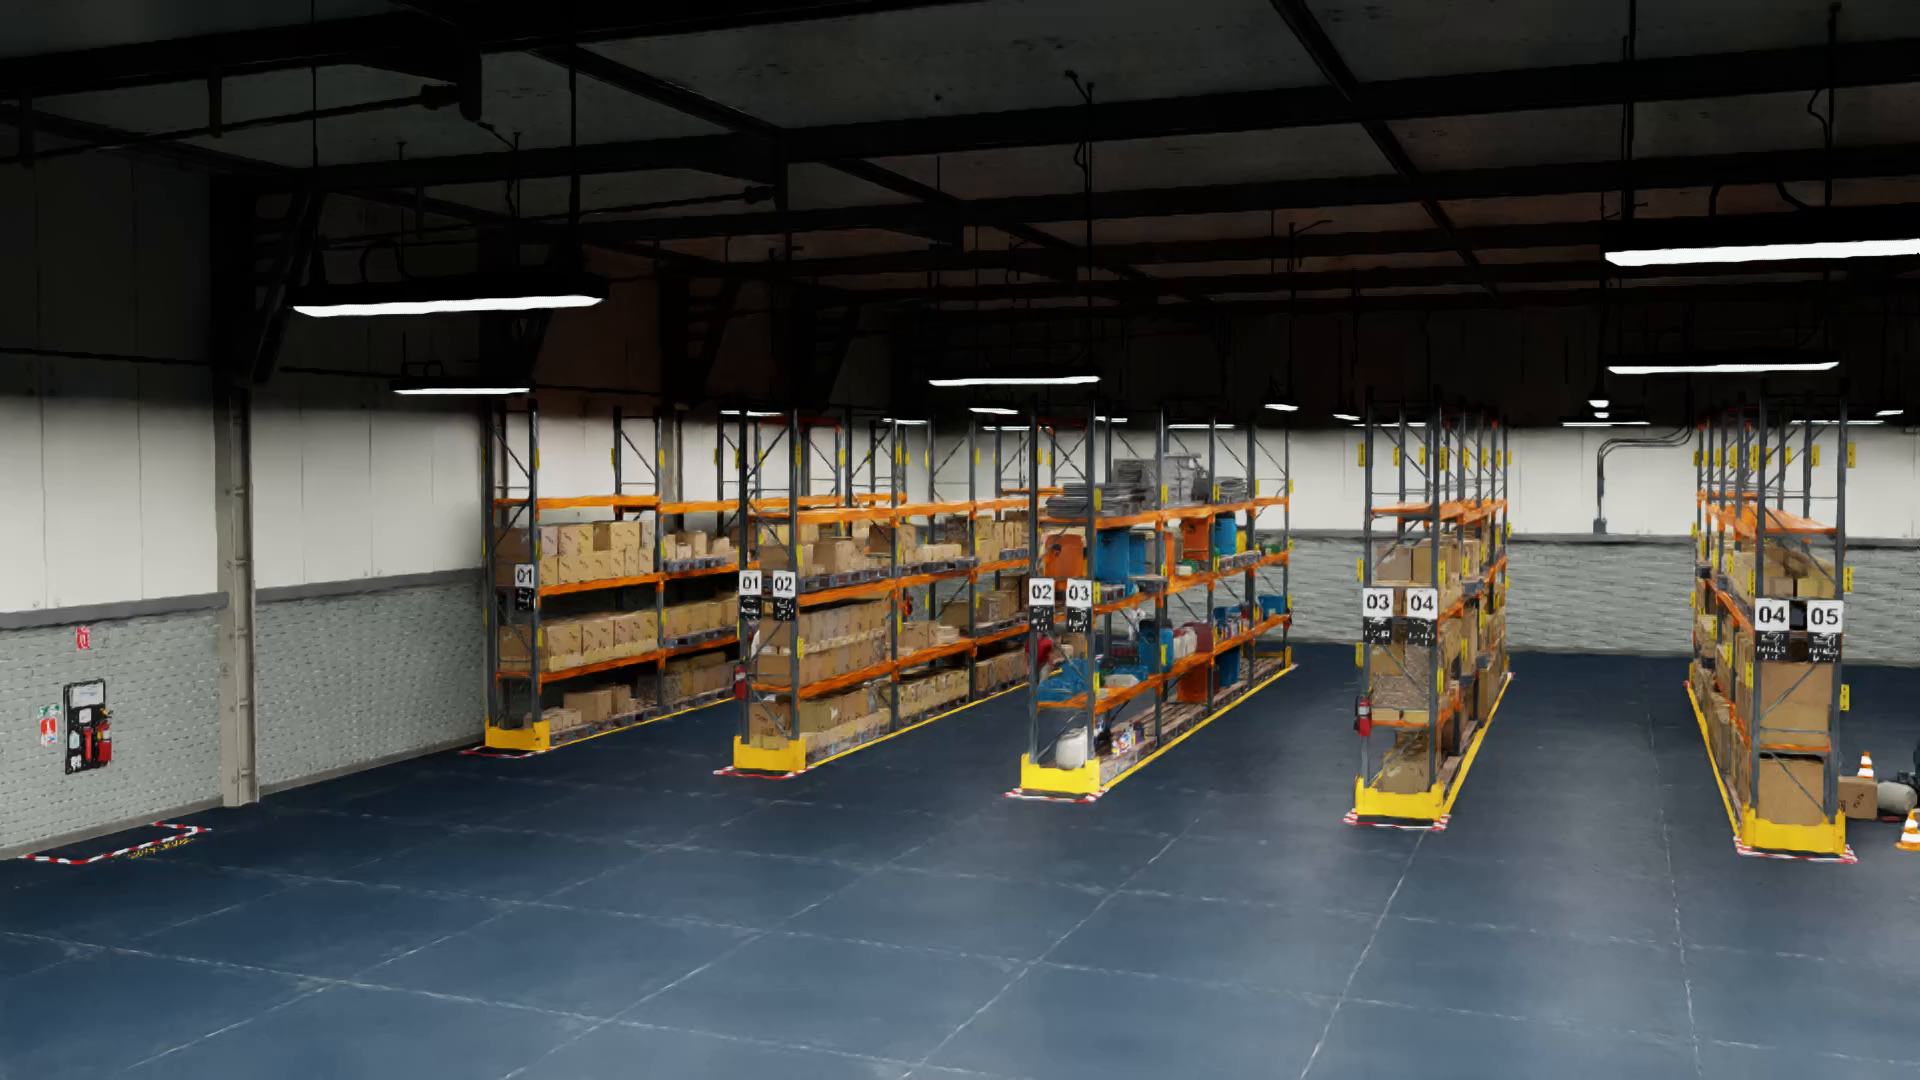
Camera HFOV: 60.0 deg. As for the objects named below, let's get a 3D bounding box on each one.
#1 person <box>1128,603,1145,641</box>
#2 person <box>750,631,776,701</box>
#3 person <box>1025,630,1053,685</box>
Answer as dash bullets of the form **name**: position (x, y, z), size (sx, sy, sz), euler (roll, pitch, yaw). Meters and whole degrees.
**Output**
- **person**: position (4.282, 2.199, 40.225), size (0.502, 1.625, 0.997), euler (1, 3, 20)
- **person**: position (-3.875, 2.459, 33.956), size (0.729, 1.753, 0.765), euler (1, 3, 14)
- **person**: position (1.559, 2.514, 33.279), size (0.545, 1.640, 1.116), euler (1, 3, 19)
